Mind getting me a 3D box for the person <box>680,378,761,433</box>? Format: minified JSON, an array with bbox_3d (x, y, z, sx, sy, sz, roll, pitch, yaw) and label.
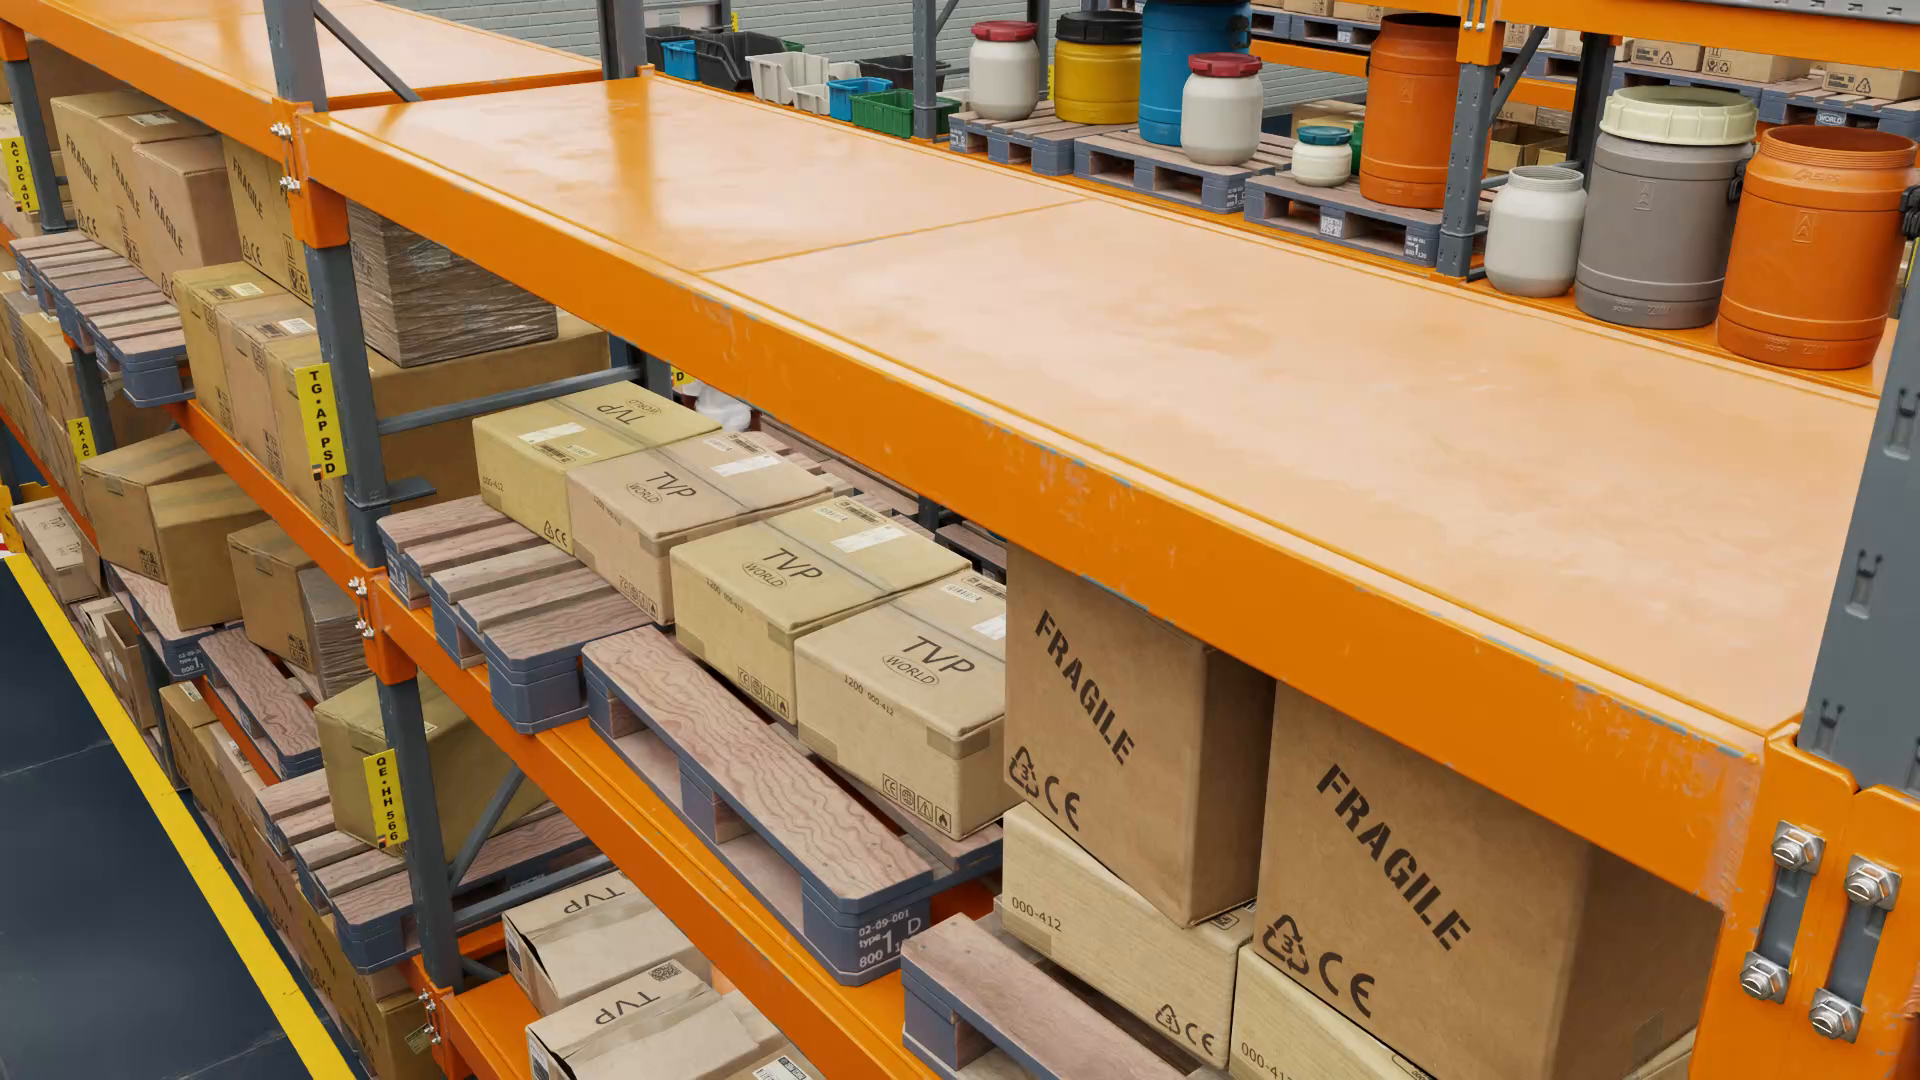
[{"bbox_3d":[-1.640,-0.777,11.238,0.578,1.780,0.463,-22,32,-39],"label":"person"}]
